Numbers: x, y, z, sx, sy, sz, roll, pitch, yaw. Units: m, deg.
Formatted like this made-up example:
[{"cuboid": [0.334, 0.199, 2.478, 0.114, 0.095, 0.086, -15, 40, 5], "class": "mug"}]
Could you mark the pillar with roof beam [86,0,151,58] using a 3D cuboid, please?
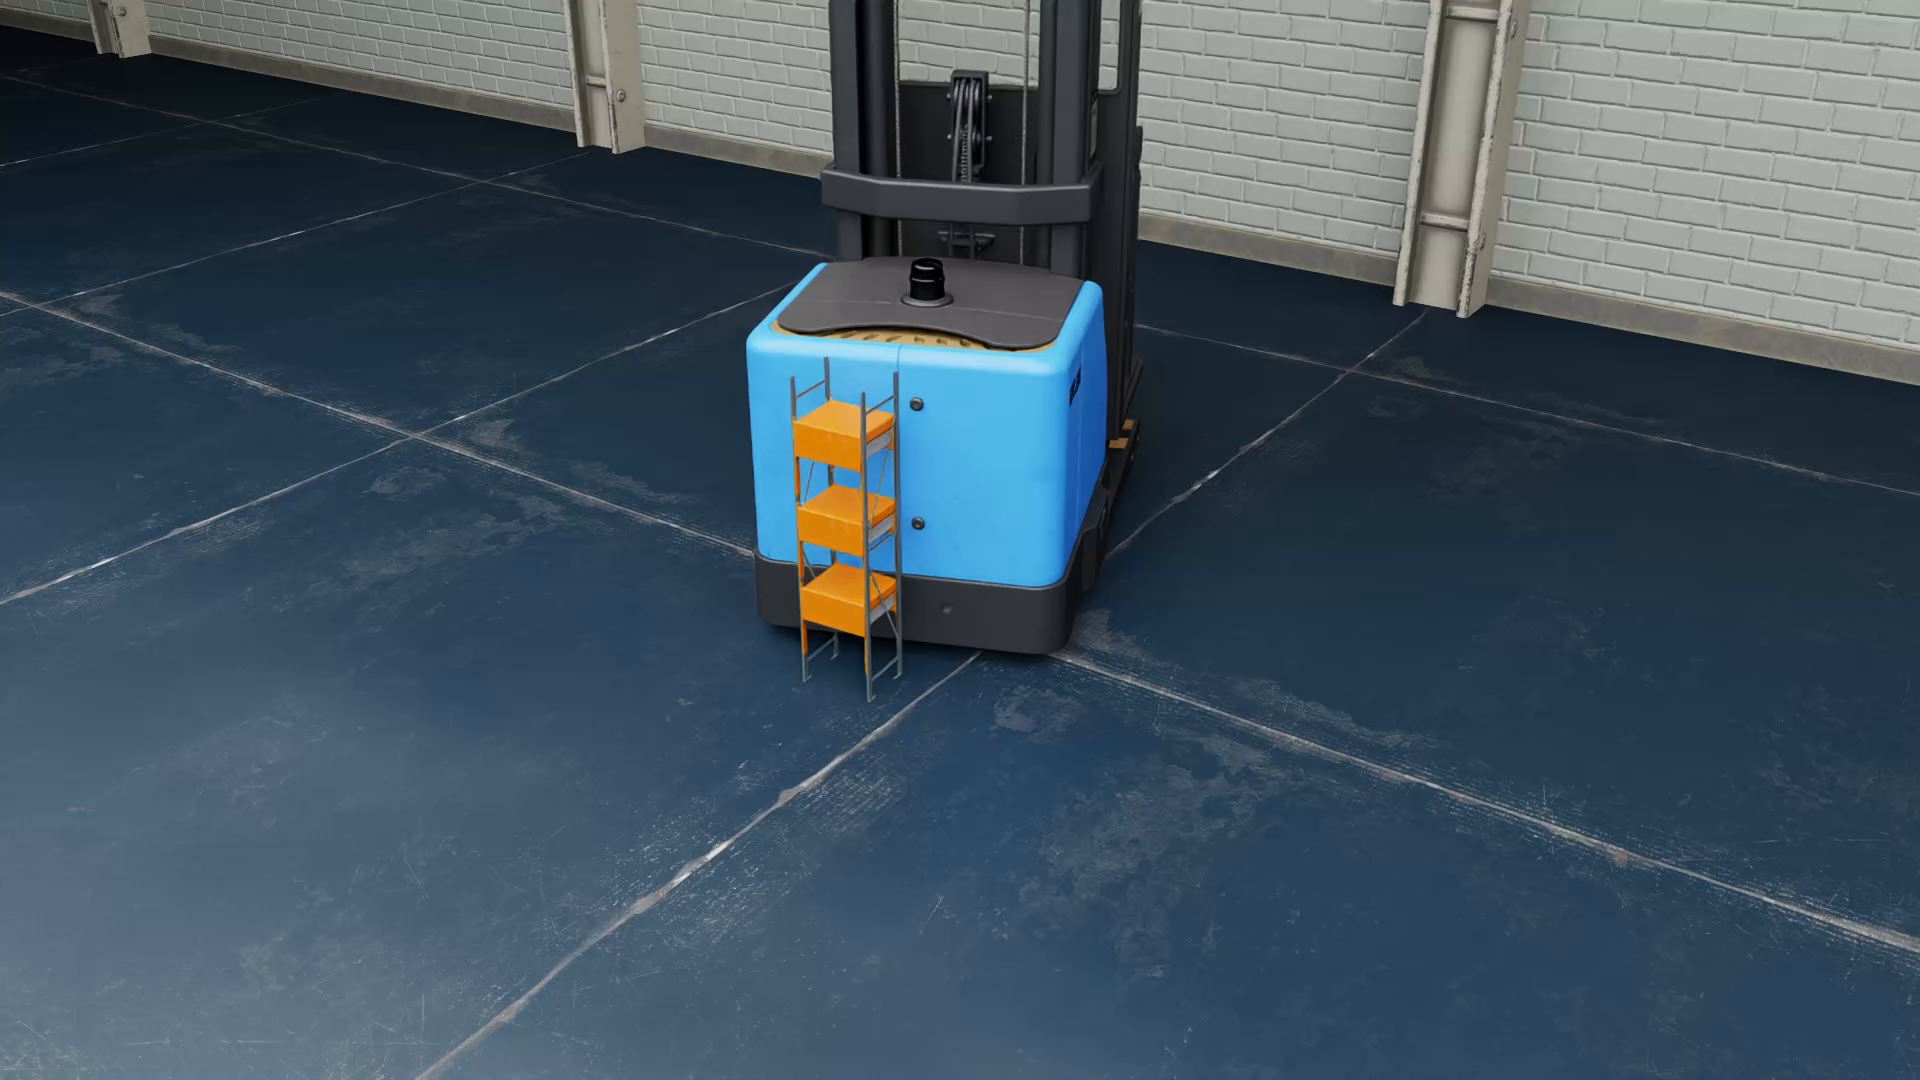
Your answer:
[{"cuboid": [-9.826, -6.720, 9.532, 0.400, 9.000, 9.100, 17, 32, 30], "class": "pillar with roof beam"}]

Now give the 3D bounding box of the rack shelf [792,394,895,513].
[{"cuboid": [-0.343, -0.264, 5.007, 0.240, 0.259, 0.215, 15, 30, 26], "class": "rack shelf"}]

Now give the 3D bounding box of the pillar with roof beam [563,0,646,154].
[{"cuboid": [-4.881, -5.179, 6.505, 0.400, 9.000, 9.100, 17, 32, 30], "class": "pillar with roof beam"}]

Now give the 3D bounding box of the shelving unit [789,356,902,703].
[{"cuboid": [-0.344, -0.021, 5.131, 0.252, 1.050, 0.215, 15, 30, 26], "class": "shelving unit"}]

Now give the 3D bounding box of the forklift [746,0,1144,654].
[{"cuboid": [0.136, -1.585, 6.134, 1.130, 2.935, 3.031, 6, 28, 11], "class": "forklift"}]

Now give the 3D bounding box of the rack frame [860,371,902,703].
[{"cuboid": [-0.237, 0.007, 5.079, 0.008, 1.050, 0.200, 15, 30, 26], "class": "rack frame"}]

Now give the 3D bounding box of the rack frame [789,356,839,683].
[{"cuboid": [-0.450, -0.048, 5.184, 0.008, 1.050, 0.200, 15, 30, 26], "class": "rack frame"}]

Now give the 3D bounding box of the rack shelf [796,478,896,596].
[{"cuboid": [-0.344, -0.011, 5.136, 0.240, 0.259, 0.215, 15, 30, 26], "class": "rack shelf"}]

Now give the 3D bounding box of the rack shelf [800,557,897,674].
[{"cuboid": [-0.345, 0.236, 5.263, 0.240, 0.259, 0.215, 15, 30, 26], "class": "rack shelf"}]

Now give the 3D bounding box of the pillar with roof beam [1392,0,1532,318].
[{"cuboid": [0.065, -3.638, 3.477, 0.400, 9.000, 9.100, 17, 32, 30], "class": "pillar with roof beam"}]
